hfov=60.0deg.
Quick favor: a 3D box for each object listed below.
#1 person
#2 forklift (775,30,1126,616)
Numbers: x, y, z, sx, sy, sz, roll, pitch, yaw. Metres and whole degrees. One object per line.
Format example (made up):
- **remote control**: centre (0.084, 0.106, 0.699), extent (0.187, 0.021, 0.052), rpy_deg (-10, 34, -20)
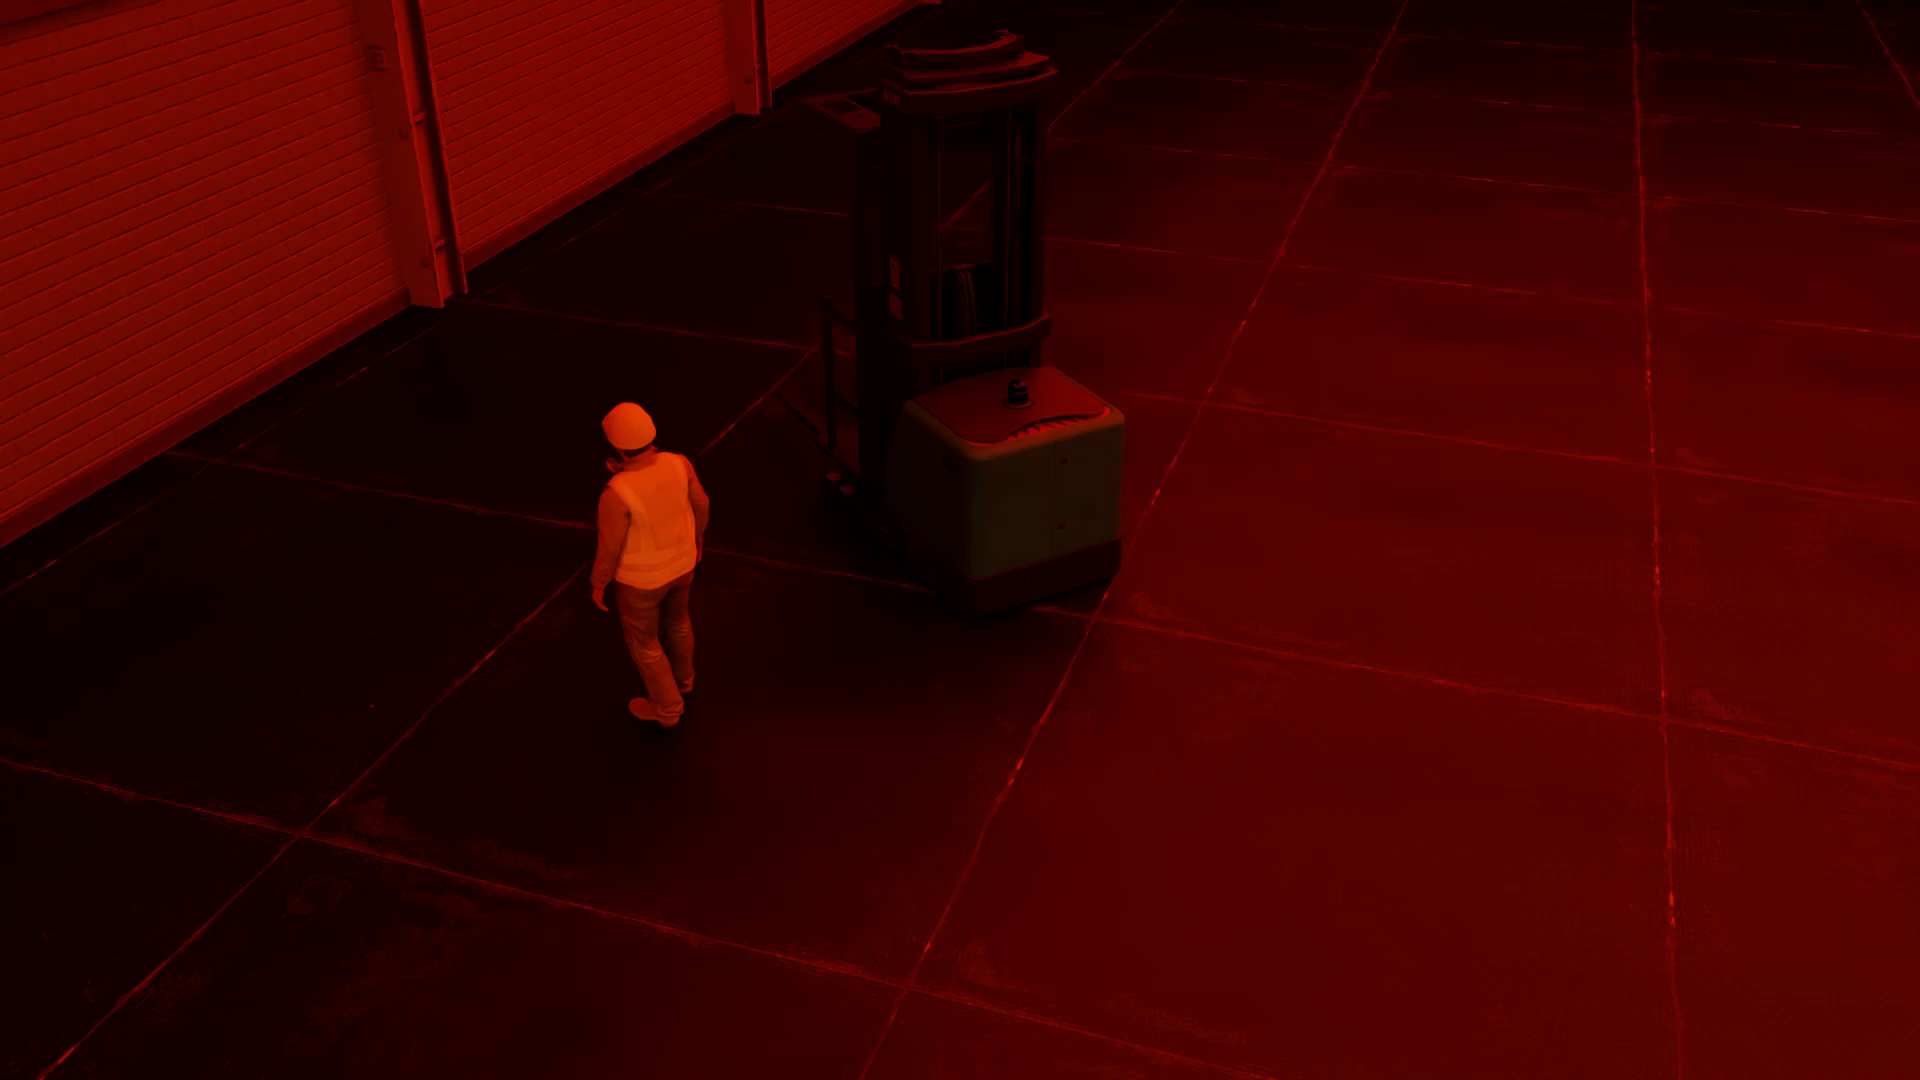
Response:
- **person**: centre (-1.555, 0.100, 8.127), extent (0.549, 1.775, 0.679), rpy_deg (22, 36, 34)
- **forklift**: centre (-0.234, -1.551, 9.857), extent (1.130, 2.935, 3.031), rpy_deg (-16, 33, -26)
